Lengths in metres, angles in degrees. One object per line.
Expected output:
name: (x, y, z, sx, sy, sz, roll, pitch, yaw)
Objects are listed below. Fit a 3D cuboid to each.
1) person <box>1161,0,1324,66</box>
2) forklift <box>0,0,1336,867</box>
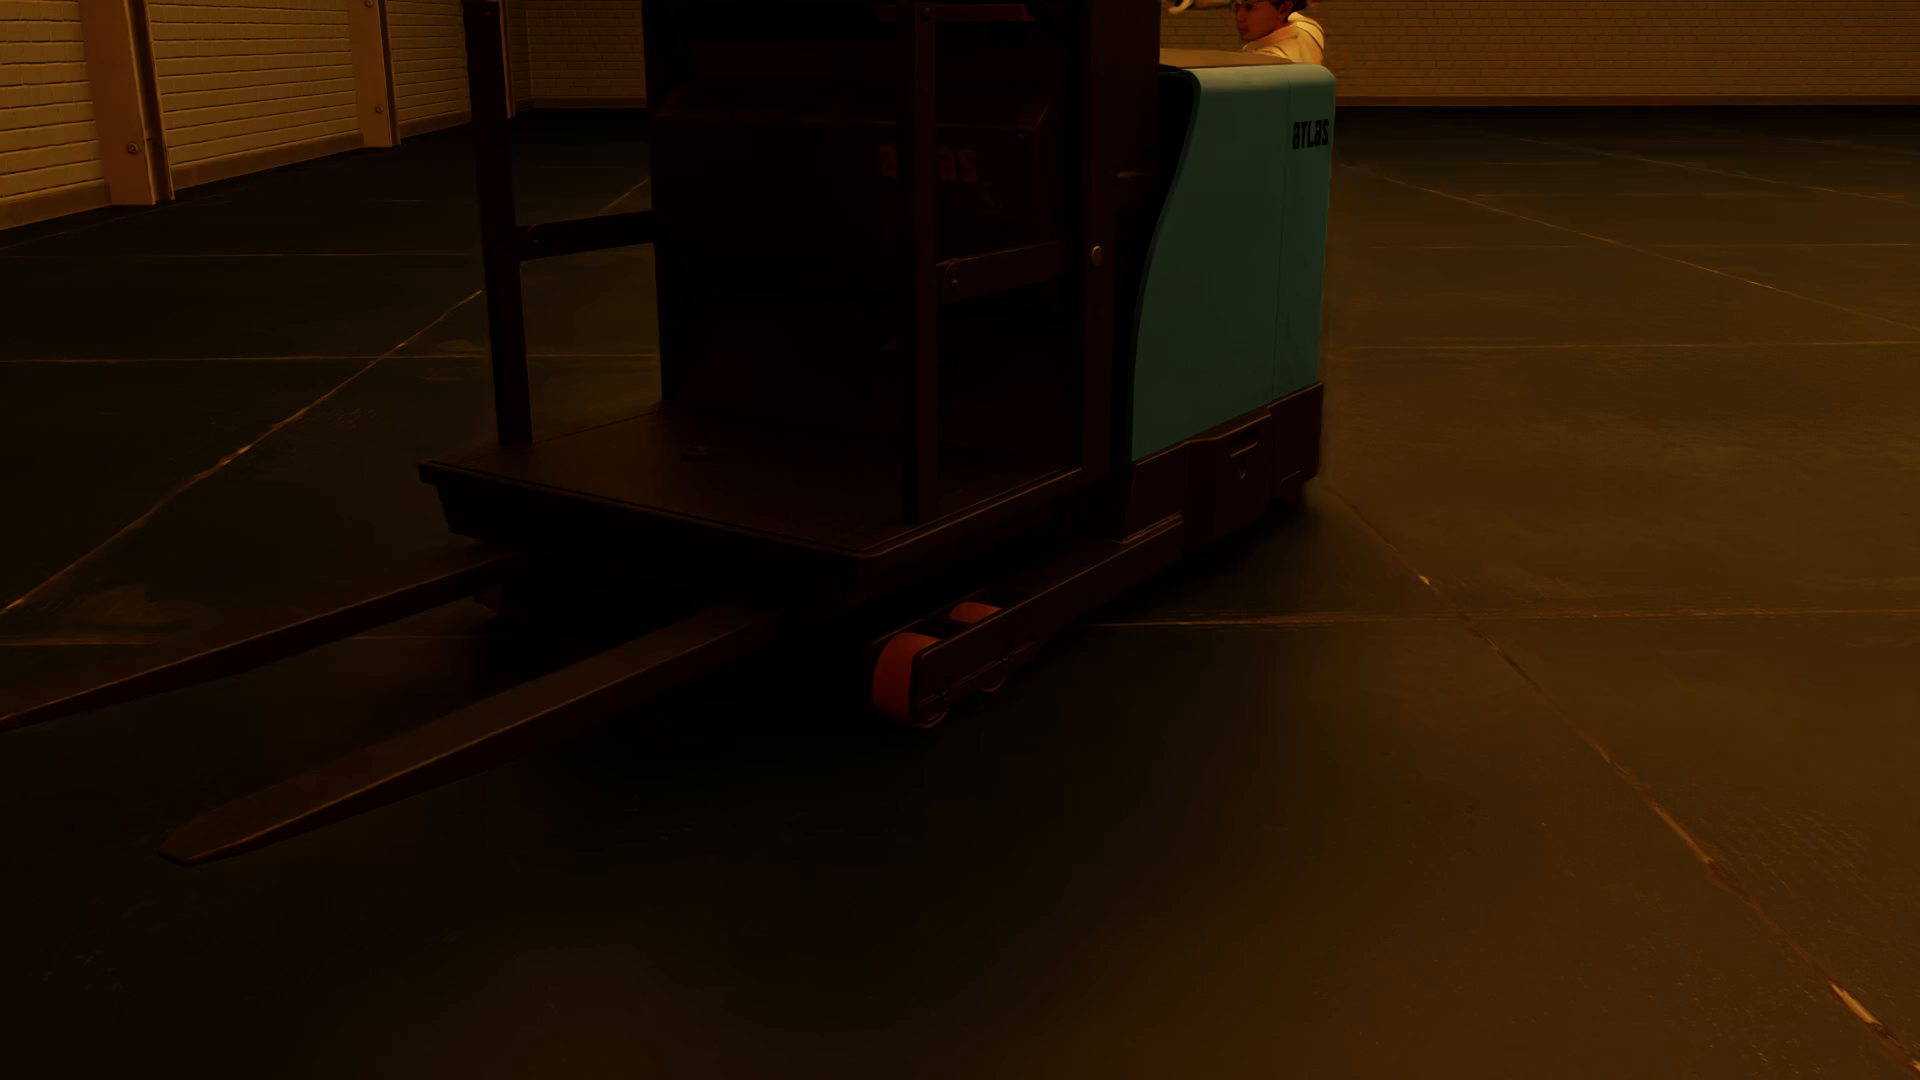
person: (0.674, -1.058, 5.019, 0.893, 1.372, 0.925, -9, 19, -27)
forklift: (-0.330, -1.235, 2.944, 1.130, 2.935, 3.031, 11, 20, 32)
